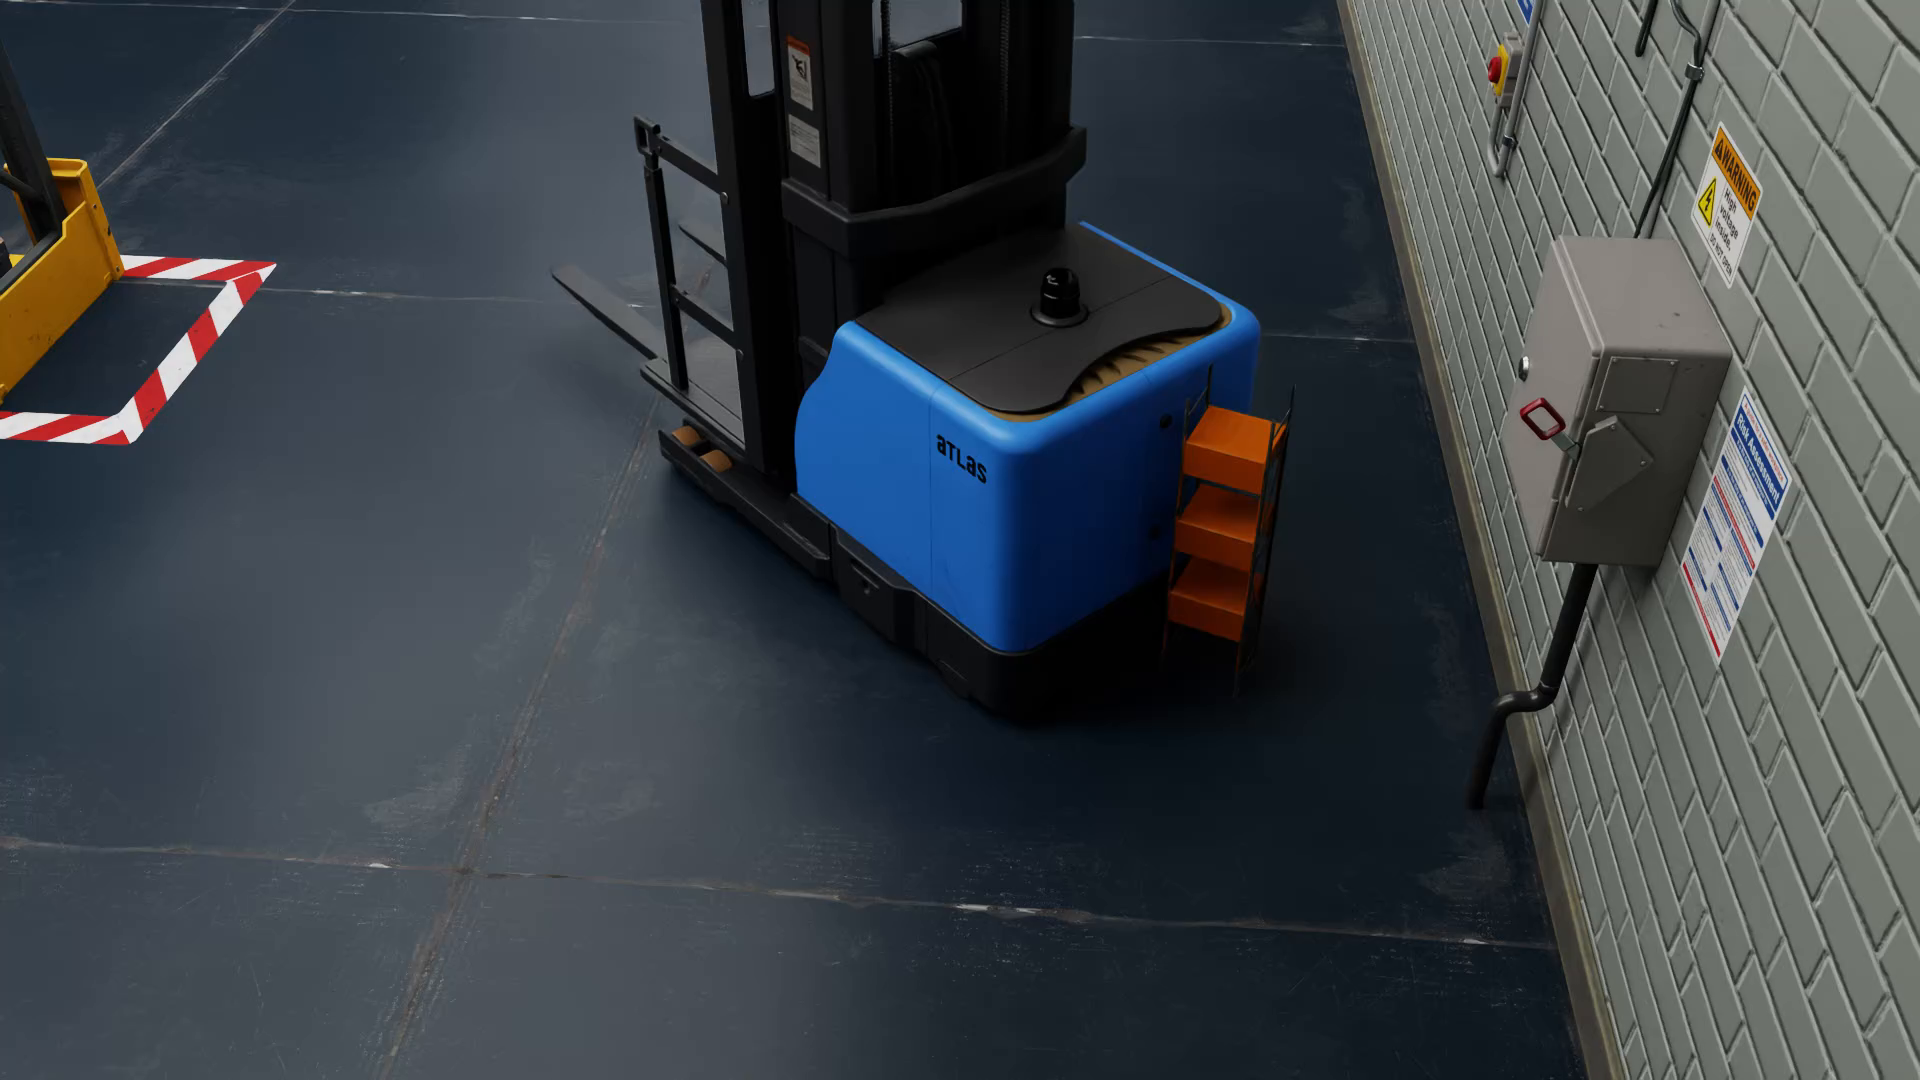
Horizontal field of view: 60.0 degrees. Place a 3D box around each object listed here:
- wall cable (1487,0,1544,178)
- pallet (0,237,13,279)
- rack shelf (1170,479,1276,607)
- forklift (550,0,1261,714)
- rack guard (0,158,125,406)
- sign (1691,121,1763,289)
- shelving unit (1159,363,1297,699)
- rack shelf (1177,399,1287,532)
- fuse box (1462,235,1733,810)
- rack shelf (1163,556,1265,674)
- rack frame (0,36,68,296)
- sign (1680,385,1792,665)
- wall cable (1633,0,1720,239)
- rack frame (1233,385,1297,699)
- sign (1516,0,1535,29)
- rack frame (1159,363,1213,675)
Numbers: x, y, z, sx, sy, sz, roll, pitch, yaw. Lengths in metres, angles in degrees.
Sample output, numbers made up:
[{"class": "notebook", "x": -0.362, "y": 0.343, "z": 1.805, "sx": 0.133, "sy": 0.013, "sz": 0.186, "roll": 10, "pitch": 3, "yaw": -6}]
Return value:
[{"class": "wall cable", "x": 1.780, "y": -2.107, "z": 5.133, "sx": 0.123, "sy": 1.953, "sz": 0.585, "roll": 3, "pitch": 39, "yaw": 4}, {"class": "pallet", "x": -4.643, "y": -0.906, "z": 6.696, "sx": 1.213, "sy": 0.211, "sz": 1.003, "roll": 3, "pitch": 39, "yaw": 4}, {"class": "rack shelf", "x": 0.780, "y": 0.005, "z": 4.927, "sx": 0.240, "sy": 0.259, "sz": 0.215, "roll": 17, "pitch": 43, "yaw": 20}, {"class": "forklift", "x": -0.434, "y": -1.474, "z": 5.239, "sx": 1.130, "sy": 2.935, "sz": 3.031, "roll": -28, "pitch": 47, "yaw": -30}, {"class": "rack guard", "x": -3.816, "y": -1.023, "z": 6.610, "sx": 0.348, "sy": 0.500, "sz": 1.175, "roll": 3, "pitch": 39, "yaw": 4}, {"class": "sign", "x": 1.664, "y": -0.731, "z": 3.618, "sx": 0.001, "sy": 0.242, "sz": 0.339, "roll": 3, "pitch": 39, "yaw": 4}, {"class": "shelving unit", "x": 0.779, "y": -0.003, "z": 4.920, "sx": 0.252, "sy": 1.050, "sz": 0.215, "roll": 17, "pitch": 43, "yaw": 20}, {"class": "rack shelf", "x": 0.778, "y": -0.213, "z": 4.746, "sx": 0.240, "sy": 0.259, "sz": 0.215, "roll": 17, "pitch": 43, "yaw": 20}, {"class": "fuse box", "x": 1.453, "y": 0.112, "z": 4.257, "sx": 0.414, "sy": 1.711, "sz": 0.539, "roll": 3, "pitch": 39, "yaw": 4}, {"class": "rack shelf", "x": 0.781, "y": 0.219, "z": 5.104, "sx": 0.240, "sy": 0.259, "sz": 0.215, "roll": 17, "pitch": 43, "yaw": 20}, {"class": "rack frame", "x": -3.840, "y": -1.993, "z": 5.823, "sx": 0.127, "sy": 3.000, "sz": 1.000, "roll": 3, "pitch": 39, "yaw": 4}, {"class": "sign", "x": 1.617, "y": -0.029, "z": 3.485, "sx": 0.001, "sy": 0.494, "sz": 0.329, "roll": 3, "pitch": 39, "yaw": 4}, {"class": "wall cable", "x": 1.669, "y": -1.202, "z": 4.046, "sx": 0.122, "sy": 1.984, "sz": 0.588, "roll": 3, "pitch": 39, "yaw": 4}, {"class": "rack frame", "x": 0.889, "y": 0.031, "z": 4.878, "sx": 0.008, "sy": 1.050, "sz": 0.200, "roll": 17, "pitch": 43, "yaw": 20}, {"class": "sign", "x": 1.845, "y": -1.833, "z": 5.411, "sx": 0.001, "sy": 0.218, "sz": 0.327, "roll": 3, "pitch": 39, "yaw": 4}, {"class": "rack frame", "x": 0.670, "y": -0.037, "z": 4.962, "sx": 0.008, "sy": 1.050, "sz": 0.200, "roll": 17, "pitch": 43, "yaw": 20}]
